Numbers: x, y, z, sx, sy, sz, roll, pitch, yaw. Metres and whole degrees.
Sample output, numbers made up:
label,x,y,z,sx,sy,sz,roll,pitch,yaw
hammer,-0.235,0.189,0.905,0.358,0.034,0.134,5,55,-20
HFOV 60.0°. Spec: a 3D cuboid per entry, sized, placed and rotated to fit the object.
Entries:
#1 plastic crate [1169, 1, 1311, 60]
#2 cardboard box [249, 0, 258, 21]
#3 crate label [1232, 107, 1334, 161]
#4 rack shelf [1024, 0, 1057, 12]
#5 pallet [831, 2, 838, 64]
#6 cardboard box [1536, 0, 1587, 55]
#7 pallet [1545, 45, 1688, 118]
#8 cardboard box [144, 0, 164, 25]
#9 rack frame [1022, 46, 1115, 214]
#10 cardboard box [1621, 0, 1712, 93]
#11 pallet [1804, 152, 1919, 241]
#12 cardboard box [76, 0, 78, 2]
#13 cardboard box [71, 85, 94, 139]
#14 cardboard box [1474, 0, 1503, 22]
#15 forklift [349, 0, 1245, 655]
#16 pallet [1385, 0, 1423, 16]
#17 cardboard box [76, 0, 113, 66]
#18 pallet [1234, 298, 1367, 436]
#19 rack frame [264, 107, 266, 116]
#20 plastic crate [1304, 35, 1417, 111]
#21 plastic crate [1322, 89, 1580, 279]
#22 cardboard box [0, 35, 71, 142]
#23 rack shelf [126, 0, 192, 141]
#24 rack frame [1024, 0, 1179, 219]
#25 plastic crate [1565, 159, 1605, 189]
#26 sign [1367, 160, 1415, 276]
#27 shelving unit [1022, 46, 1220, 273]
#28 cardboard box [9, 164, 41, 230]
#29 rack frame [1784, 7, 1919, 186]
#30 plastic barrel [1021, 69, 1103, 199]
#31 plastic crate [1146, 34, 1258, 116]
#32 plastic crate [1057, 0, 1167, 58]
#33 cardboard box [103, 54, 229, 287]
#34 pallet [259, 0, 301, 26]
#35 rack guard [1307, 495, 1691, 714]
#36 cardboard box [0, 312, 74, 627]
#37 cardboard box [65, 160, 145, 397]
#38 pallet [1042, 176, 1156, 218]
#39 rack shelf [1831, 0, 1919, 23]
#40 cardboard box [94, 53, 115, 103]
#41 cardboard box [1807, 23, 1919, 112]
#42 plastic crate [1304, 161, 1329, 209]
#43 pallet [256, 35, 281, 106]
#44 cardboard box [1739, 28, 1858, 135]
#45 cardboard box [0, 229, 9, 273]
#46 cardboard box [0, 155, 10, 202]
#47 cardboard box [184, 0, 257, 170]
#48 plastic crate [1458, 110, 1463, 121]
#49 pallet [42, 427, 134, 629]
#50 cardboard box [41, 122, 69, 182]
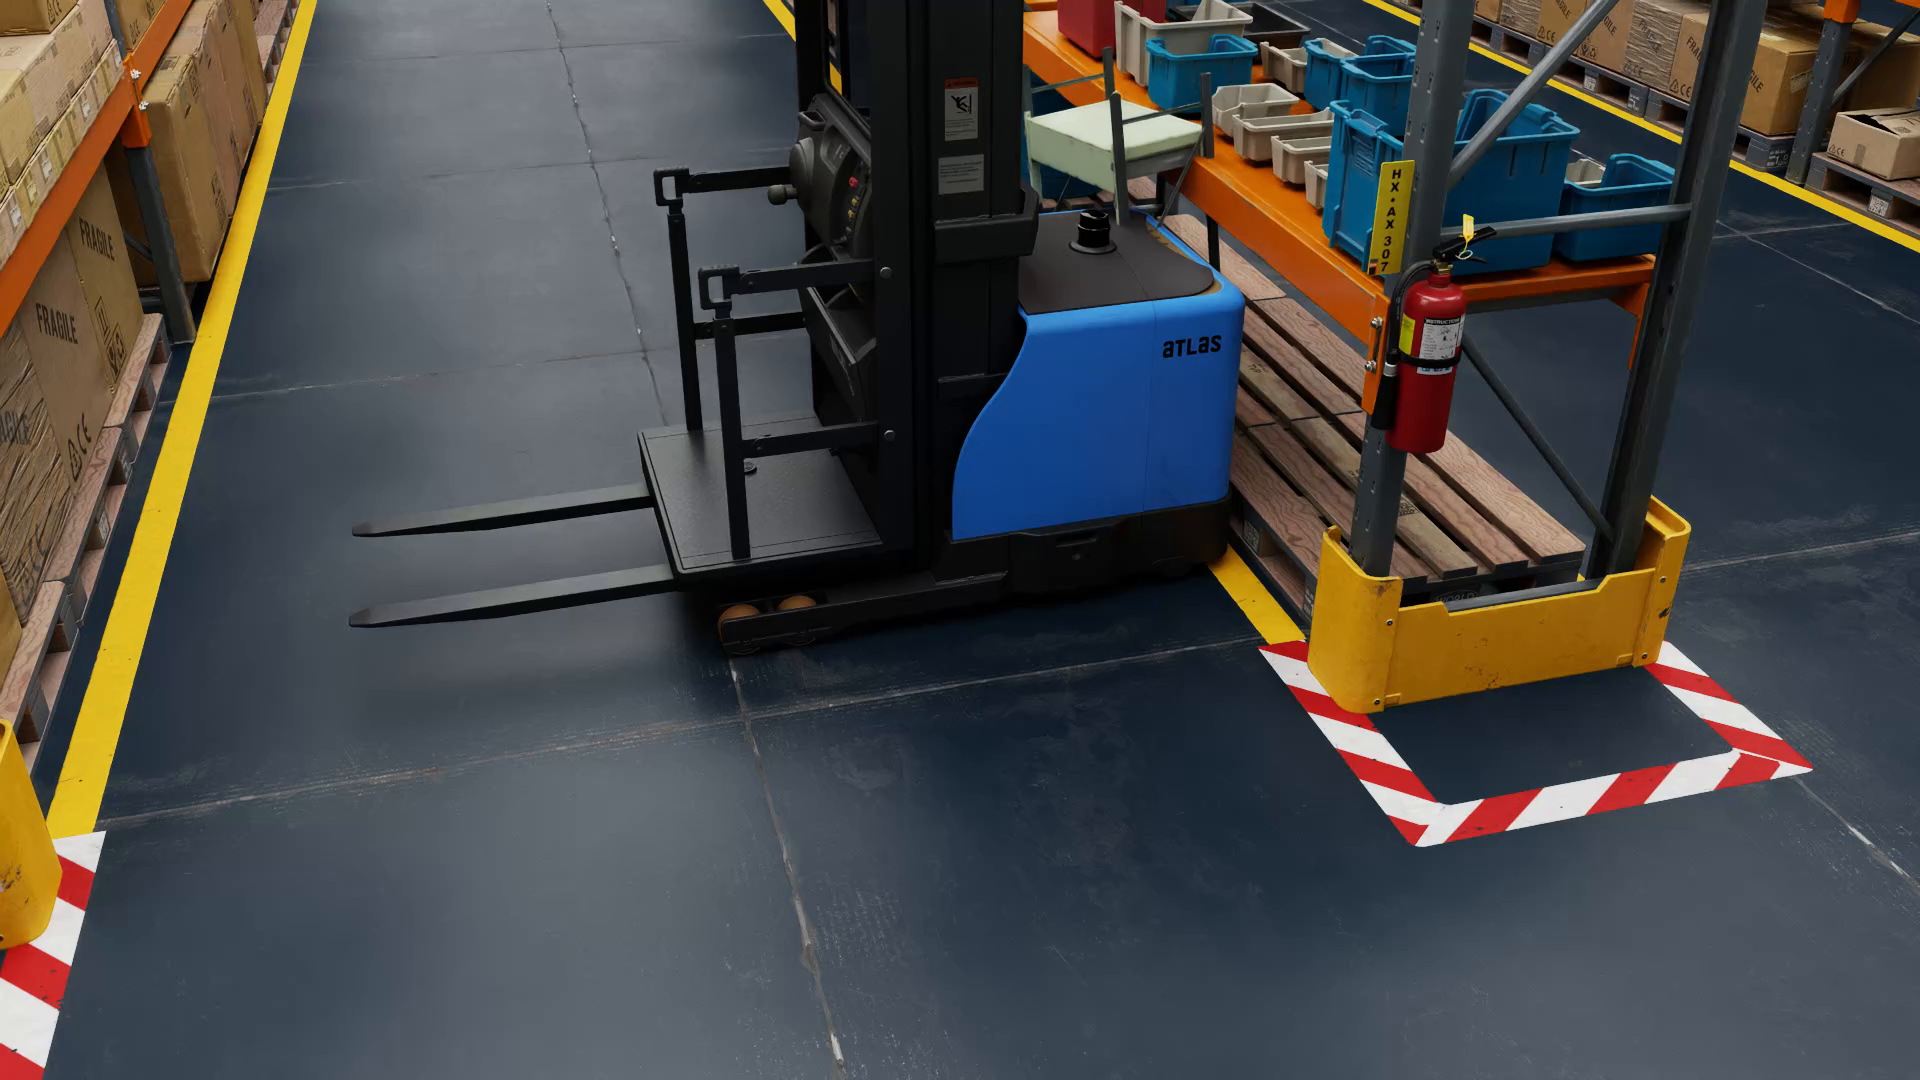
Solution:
label,x,y,z,sx,sy,sz,roll,pitch,yaw
plastic crate,1.223,-2.241,7.342,0.437,0.125,0.590,-8,31,-13
cardboard box,-5.683,-4.081,12.362,0.700,0.500,0.500,-5,30,-9
crate label,1.178,-1.462,5.984,0.396,0.136,0.243,-8,31,-13
rack shelf,0.137,-3.493,10.009,1.077,0.370,4.000,-8,31,-13
pallet,-0.563,-3.943,12.852,1.003,0.211,1.213,-8,31,-13
cardboard box,4.500,-3.783,11.848,0.500,0.500,0.500,-8,31,-14
pallet,4.864,-3.267,11.684,1.003,0.211,1.213,-8,31,-13
cardboard box,-4.123,-2.722,7.858,0.500,0.500,0.500,-8,31,-13
rack frame,0.501,-1.225,6.822,0.400,1.500,0.023,-17,29,-18
cardboard box,4.781,-3.287,10.990,0.500,0.500,0.500,-7,31,-13
pallet,5.625,-1.957,9.420,1.003,0.211,1.213,-8,31,-13
cardboard box,-3.728,-2.382,6.476,0.500,0.500,0.500,-7,31,-12
cardboard box,-3.506,-1.595,6.263,0.380,0.149,0.250,-7,31,-12
cardboard box,4.228,-4.278,12.703,0.500,0.500,0.500,-7,31,-11
forklift,-0.603,-1.178,5.360,3.031,2.935,1.130,-9,31,-14
pallet,4.201,-4.624,14.027,1.003,0.211,1.213,-8,31,-13
cardboard box,-3.738,-2.066,6.677,0.500,0.250,0.500,-8,31,-14
pallet,1.227,-0.692,7.234,1.003,0.211,1.213,-8,31,-13
rack frame,-5.170,-4.112,10.360,1.000,3.000,0.127,-8,31,-13
plastic crate,1.552,-1.804,6.480,0.416,0.233,0.300,-8,31,-13
plastic crate,1.460,-1.085,5.035,0.616,0.435,0.499,-8,31,-13
cardboard box,-3.462,-1.570,5.820,0.500,0.250,0.500,-7,31,-12
rack shelf,-4.639,-2.835,8.872,1.077,0.370,4.000,-8,31,-13
rack frame,0.667,-2.839,8.160,1.000,3.000,0.127,-8,31,-13
plastic crate,1.976,-1.148,5.442,0.250,0.136,0.298,-8,31,-13
sign,1.203,-0.897,4.642,0.100,0.325,0.005,-8,31,-13
shelving unit,0.648,-1.087,6.517,0.431,1.500,0.755,-17,29,-18
cardboard box,-3.232,-1.098,5.403,0.380,0.149,0.250,-9,31,-15
rack frame,5.444,-3.496,9.295,1.000,3.000,0.127,-8,31,-13
plastic barrel,0.539,-2.377,9.039,0.600,0.901,0.708,-8,31,-13
plastic crate,0.937,-1.818,6.504,0.416,0.233,0.300,-8,31,-13
plastic crate,0.663,-2.428,7.327,0.402,0.464,0.583,-8,31,-13
cardboard box,-4.297,-1.749,7.979,1.225,0.875,0.875,-8,31,-13
pallet,-6.023,-4.461,13.747,1.003,0.211,1.213,-8,31,-13
rack guard,1.748,0.185,5.432,1.175,0.500,0.348,-8,31,-13
cardboard box,-3.535,-0.249,5.387,0.875,0.875,0.875,-8,31,-13
cardboard box,-4.010,-1.113,6.881,0.875,0.875,0.875,-8,31,-13
pallet,0.503,-2.010,9.512,1.003,0.211,1.213,-8,31,-13
rack shelf,5.975,-2.218,7.806,1.077,0.370,4.000,-8,31,-13
cardboard box,-3.642,-1.843,6.691,0.380,0.149,0.250,-7,31,-12
cardboard box,5.551,-2.870,10.271,0.500,0.500,0.500,-9,31,-16
plastic crate,1.338,-1.189,5.513,0.396,0.136,0.243,-8,31,-13
pallet,-5.376,-3.283,11.711,1.003,0.211,1.213,-8,31,-13
cardboard box,5.037,-2.804,10.157,0.500,0.500,0.500,-8,31,-14
cardboard box,-3.097,-0.851,4.977,0.380,0.149,0.250,-8,31,-14
cardboard box,-3.188,-1.073,4.963,0.500,0.250,0.500,-9,31,-15
cardboard box,-4.777,-2.607,9.461,1.225,0.875,0.875,-8,31,-13
plastic crate,1.796,-1.475,6.008,0.250,0.136,0.298,-8,31,-13
pallet,-3.654,-0.005,6.049,1.003,0.211,1.213,-8,31,-13
cardboard box,-3.370,-1.347,5.834,0.380,0.149,0.250,-8,31,-14
